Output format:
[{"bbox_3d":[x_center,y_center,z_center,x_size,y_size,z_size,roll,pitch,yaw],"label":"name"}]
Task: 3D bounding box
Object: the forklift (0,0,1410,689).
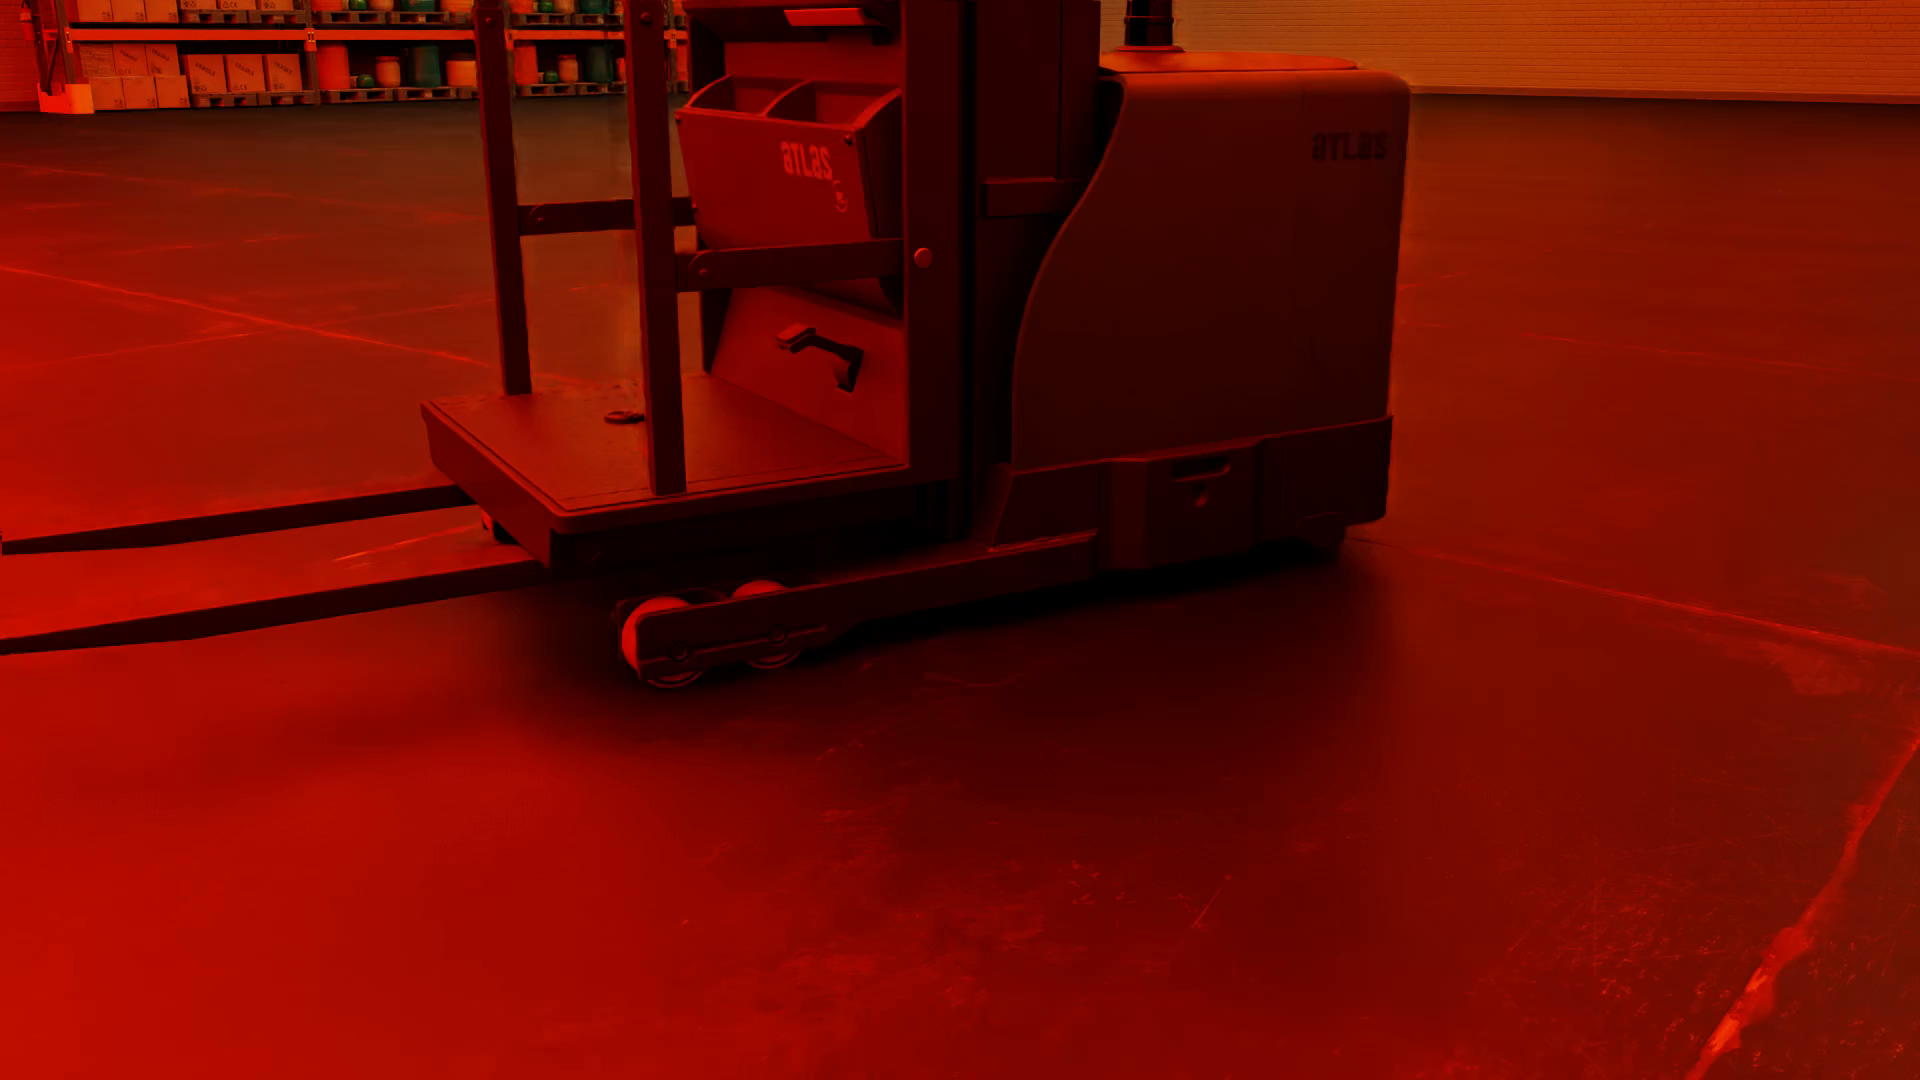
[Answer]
[{"bbox_3d":[-0.538,-1.305,3.196,3.031,2.935,1.130,-9,19,-28],"label":"forklift"}]
